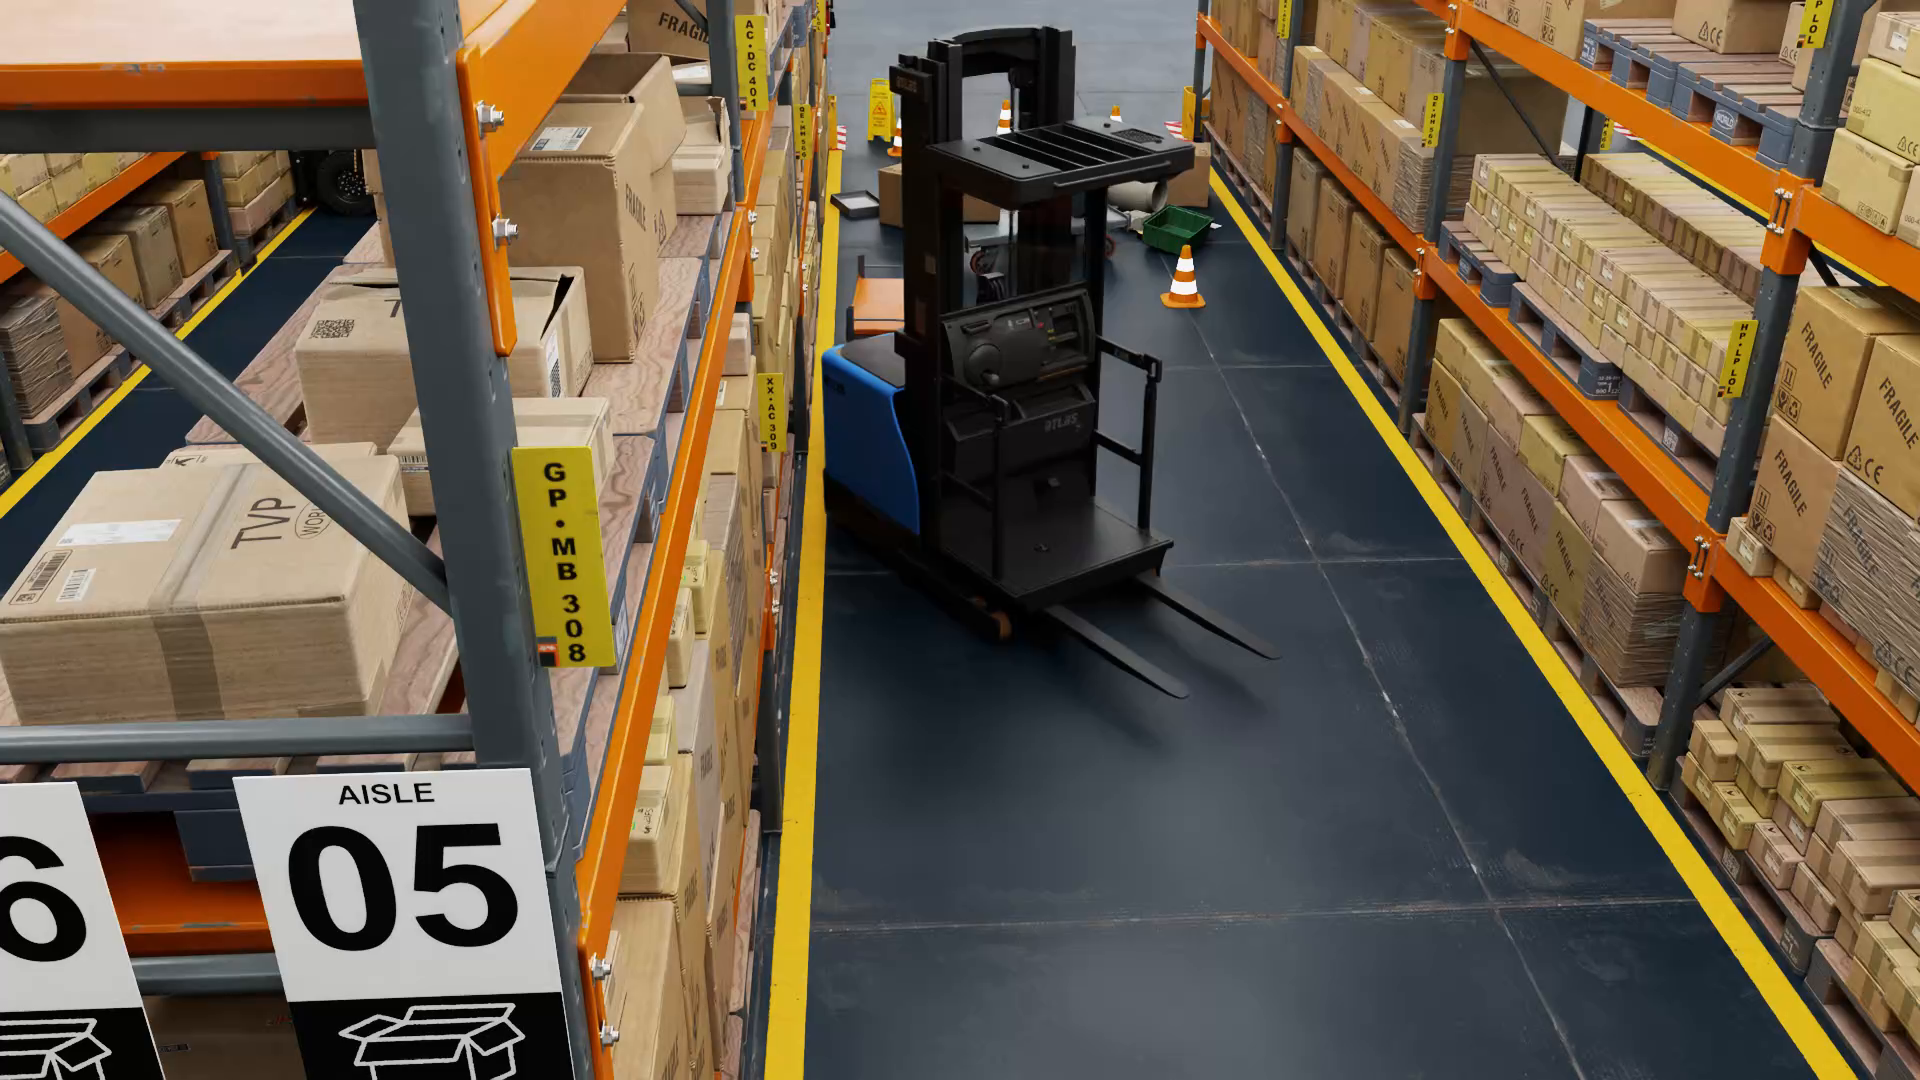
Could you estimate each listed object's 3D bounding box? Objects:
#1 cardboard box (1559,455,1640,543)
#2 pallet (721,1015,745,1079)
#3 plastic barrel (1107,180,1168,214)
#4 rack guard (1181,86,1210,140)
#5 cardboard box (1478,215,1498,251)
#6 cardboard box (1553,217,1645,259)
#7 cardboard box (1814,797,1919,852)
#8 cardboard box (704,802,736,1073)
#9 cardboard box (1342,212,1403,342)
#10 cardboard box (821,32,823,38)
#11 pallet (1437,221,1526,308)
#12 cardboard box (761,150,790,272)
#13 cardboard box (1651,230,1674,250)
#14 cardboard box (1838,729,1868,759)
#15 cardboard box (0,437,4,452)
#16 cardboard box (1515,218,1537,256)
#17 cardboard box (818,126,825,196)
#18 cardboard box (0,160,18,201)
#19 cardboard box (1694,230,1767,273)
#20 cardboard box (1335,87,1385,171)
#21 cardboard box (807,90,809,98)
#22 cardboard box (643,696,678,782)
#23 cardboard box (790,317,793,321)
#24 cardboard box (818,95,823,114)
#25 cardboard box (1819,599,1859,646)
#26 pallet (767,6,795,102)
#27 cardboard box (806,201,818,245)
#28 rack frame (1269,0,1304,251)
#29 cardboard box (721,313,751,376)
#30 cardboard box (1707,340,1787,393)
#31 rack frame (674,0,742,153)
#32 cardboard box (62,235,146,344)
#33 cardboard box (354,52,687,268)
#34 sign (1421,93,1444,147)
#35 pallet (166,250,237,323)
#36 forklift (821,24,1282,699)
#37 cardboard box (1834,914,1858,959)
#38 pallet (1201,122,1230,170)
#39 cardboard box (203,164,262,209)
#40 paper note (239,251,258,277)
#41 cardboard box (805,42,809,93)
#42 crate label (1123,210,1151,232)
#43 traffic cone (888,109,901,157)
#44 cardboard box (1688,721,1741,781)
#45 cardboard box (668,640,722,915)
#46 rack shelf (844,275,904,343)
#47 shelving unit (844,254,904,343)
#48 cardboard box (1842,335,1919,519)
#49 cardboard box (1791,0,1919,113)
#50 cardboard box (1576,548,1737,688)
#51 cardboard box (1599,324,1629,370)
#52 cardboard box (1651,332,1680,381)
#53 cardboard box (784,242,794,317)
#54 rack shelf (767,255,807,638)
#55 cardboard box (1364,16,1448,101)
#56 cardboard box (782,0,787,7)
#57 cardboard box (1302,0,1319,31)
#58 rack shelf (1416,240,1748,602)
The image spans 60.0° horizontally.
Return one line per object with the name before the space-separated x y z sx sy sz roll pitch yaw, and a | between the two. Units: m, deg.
cardboard box | 3.352 -0.209 8.345 0.500 0.250 0.500 0 28 0
pallet | -1.253 2.097 5.501 1.003 0.211 1.213 -1 28 -3
plastic barrel | 1.648 -3.262 15.547 0.512 0.421 0.421 19 33 32
rack guard | 3.029 -4.668 18.159 1.175 0.500 0.348 -1 28 -3
cardboard box | 3.284 -1.810 9.794 0.380 0.149 0.250 0 28 0
cardboard box | 3.349 -1.584 8.718 0.380 0.149 0.250 -1 28 -1
cardboard box | 3.522 1.119 6.346 0.380 0.149 0.250 -2 28 -4
cardboard box | -0.874 1.049 4.387 0.500 0.500 0.500 -2 28 -3
cardboard box | 3.457 -1.946 12.217 1.050 0.750 0.750 -1 28 -2
cardboard box | -1.560 -5.069 15.795 0.500 0.500 0.500 -2 28 -3
pallet | 3.592 -1.659 9.894 1.213 0.211 1.003 -1 28 -3
cardboard box | -1.148 -1.693 8.564 0.500 0.500 0.500 -1 28 -3
cardboard box | 3.984 -1.585 9.041 0.380 0.149 0.250 -2 28 -3
cardboard box | 3.991 0.860 7.164 0.380 0.149 0.250 -1 28 -2
cardboard box | -6.210 -0.671 10.041 0.500 0.500 0.500 -1 28 -1
cardboard box | 3.320 -1.684 9.232 0.380 0.149 0.250 -1 28 -2
cardboard box | -1.460 -3.330 14.600 0.500 0.500 0.500 0 28 0
cardboard box | -6.201 -2.149 10.249 0.500 0.250 0.500 -1 28 -3
cardboard box | 4.009 -1.476 8.511 0.380 0.149 0.250 -1 28 -1
cardboard box | 3.075 -3.014 12.177 0.500 0.500 0.500 -1 28 -2
cardboard box | -1.351 -3.355 12.756 0.380 0.149 0.250 -2 28 -3
cardboard box | -0.830 0.481 3.693 0.380 0.149 0.250 -2 28 -4
cardboard box | -1.152 -1.142 8.858 0.500 0.250 0.500 -2 28 -3
cardboard box | -1.435 -3.914 15.018 0.380 0.149 0.250 0 28 -1
cardboard box | 3.499 0.266 6.268 0.380 0.149 0.250 -3 28 -5
pallet | -1.342 -2.338 7.950 1.003 0.211 1.213 0 28 0
cardboard box | -1.669 -2.530 13.746 0.950 0.372 0.625 -1 28 -2
rack frame | 3.239 -3.918 14.018 1.000 3.000 0.127 -1 28 -3
cardboard box | -0.947 -0.698 5.953 0.380 0.149 0.250 -2 28 -4
cardboard box | 3.441 -0.742 7.104 0.380 0.149 0.250 0 28 0
rack frame | -1.281 -2.717 5.228 1.000 3.000 0.127 -1 28 -3
cardboard box | -6.543 -1.817 12.104 0.875 0.625 0.625 -2 28 -5
cardboard box | -1.179 -1.041 4.585 0.797 0.503 0.637 1 28 1
sign | 2.894 -2.569 10.180 0.100 0.325 0.005 -1 28 -3
pallet | -6.578 -2.054 13.460 1.003 0.211 1.213 -1 28 -3
forklift | 0.444 -1.015 8.527 1.130 2.935 3.031 -18 33 -31
cardboard box | 3.546 1.506 6.247 0.380 0.149 0.250 -3 28 -5
pallet | 3.150 -4.161 17.500 1.003 0.211 1.213 -1 28 -3
cardboard box | -6.373 -3.050 14.332 0.500 0.250 0.500 -2 28 -3
paper note | -1.763 -0.684 4.115 0.006 0.032 0.123 -1 28 -3
cardboard box | -1.418 -3.677 12.673 0.500 0.500 0.500 -1 28 -2
crate label | 1.604 -2.919 15.198 0.298 0.136 0.250 -23 35 -37
traffic cone | -0.597 -4.307 17.507 0.336 0.463 0.334 -1 28 -3
cardboard box | 3.356 0.898 7.092 0.380 0.149 0.250 0 28 0
cardboard box | -0.882 0.598 4.170 0.500 0.500 0.500 -2 28 -3
rack shelf | -0.427 -1.393 10.571 0.538 0.278 1.000 0 28 1
shelving unit | -0.427 -1.133 10.707 0.538 1.125 1.048 0 28 1
cardboard box | 3.479 -0.390 5.742 0.500 0.500 0.500 -2 28 -4
cardboard box | 3.747 -1.961 6.461 0.700 0.500 0.500 -1 28 -3
cardboard box | 3.367 0.363 8.059 0.500 0.500 0.500 -2 28 -4
cardboard box | 3.380 -0.956 8.157 0.380 0.149 0.250 -3 28 -5
cardboard box | 3.414 -0.845 7.623 0.380 0.149 0.250 0 28 0
cardboard box | -1.133 -1.369 8.753 0.500 0.250 0.500 -2 28 -4
rack shelf | -1.386 -0.662 8.553 1.077 0.370 4.000 -1 28 -3
cardboard box | 3.351 -3.472 11.974 0.700 0.500 0.500 -2 28 -3
cardboard box | -1.249 -3.012 8.476 0.700 0.500 0.500 -3 28 -5
cardboard box | 3.254 -4.634 14.062 0.875 0.550 0.550 -1 28 -3
rack shelf | 3.552 -0.828 8.872 1.077 0.370 4.000 -1 28 -3
